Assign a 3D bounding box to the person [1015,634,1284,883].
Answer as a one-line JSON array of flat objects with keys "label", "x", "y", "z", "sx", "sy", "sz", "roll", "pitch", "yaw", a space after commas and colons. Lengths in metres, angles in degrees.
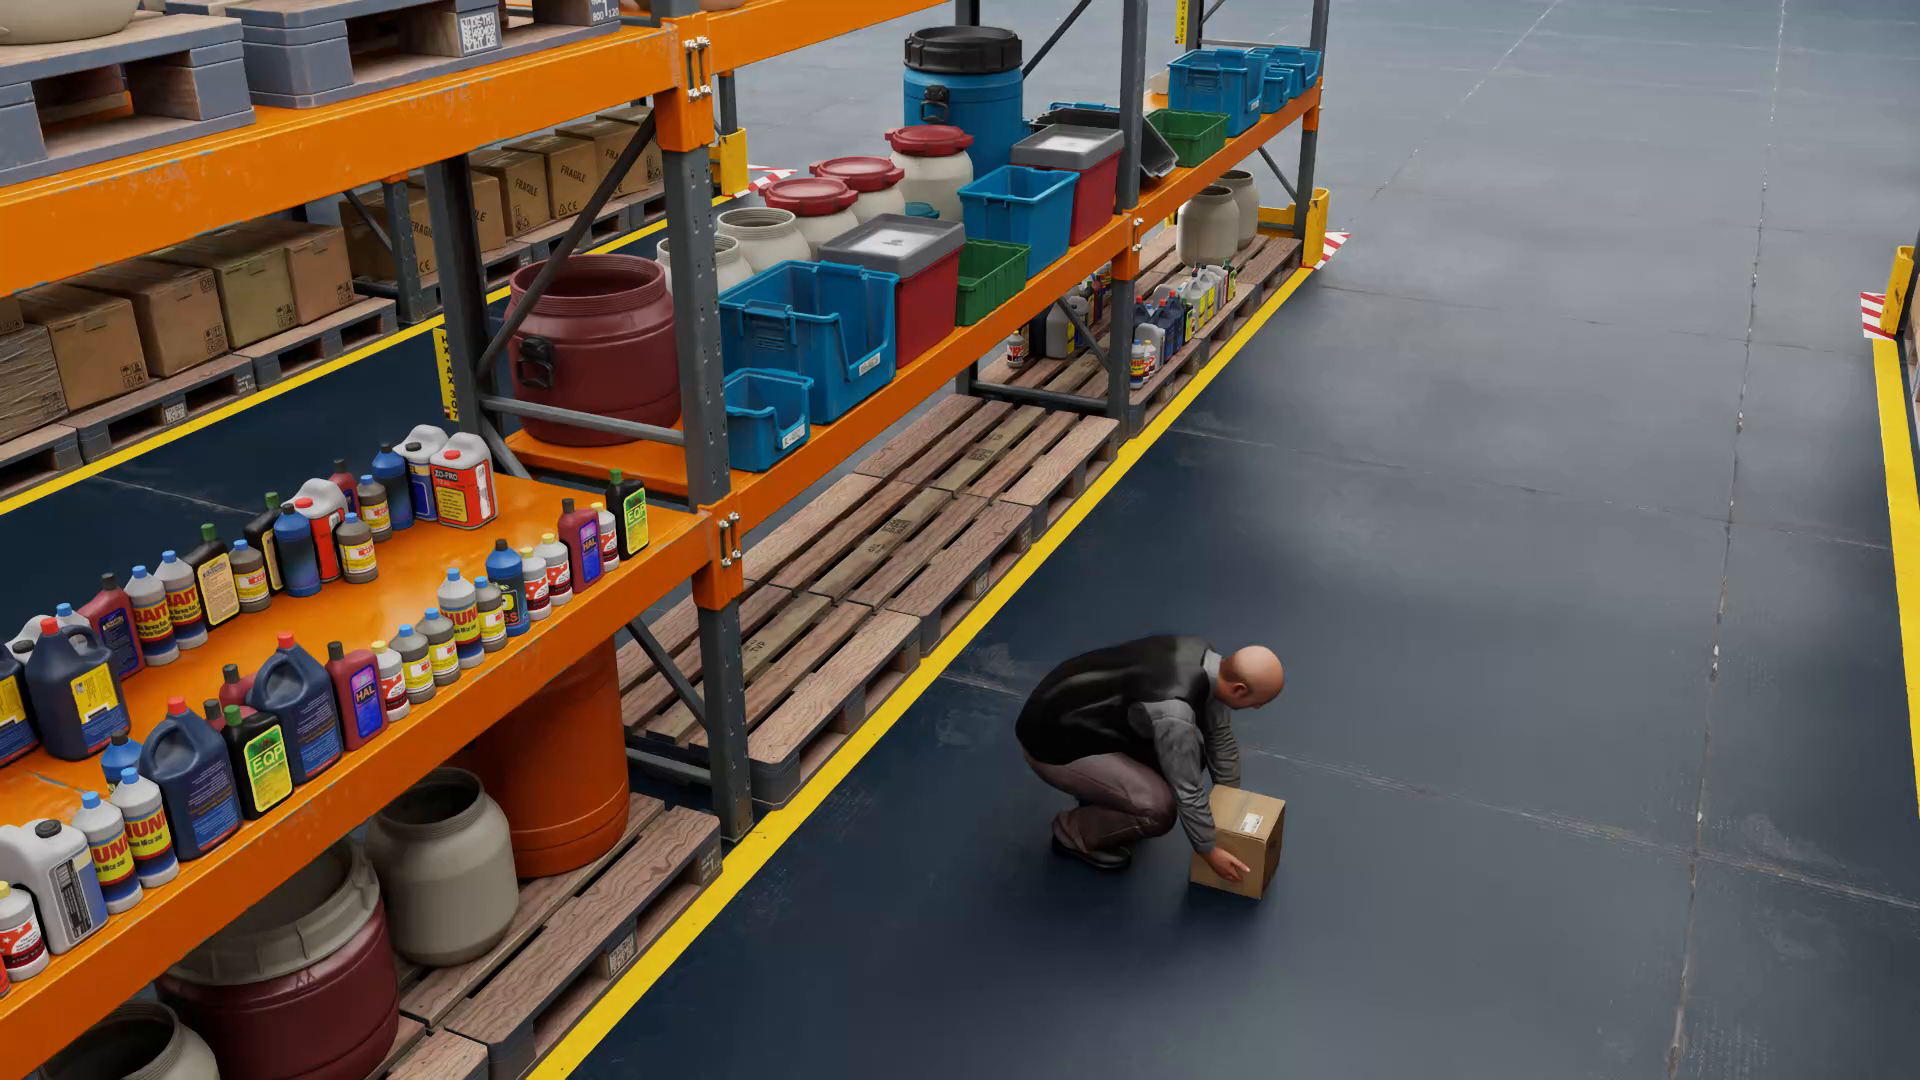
[{"label": "person", "x": 0.641, "y": 0.698, "z": 5.710, "sx": 0.873, "sy": 0.851, "sz": 0.532, "roll": 11, "pitch": 28, "yaw": 22}]
